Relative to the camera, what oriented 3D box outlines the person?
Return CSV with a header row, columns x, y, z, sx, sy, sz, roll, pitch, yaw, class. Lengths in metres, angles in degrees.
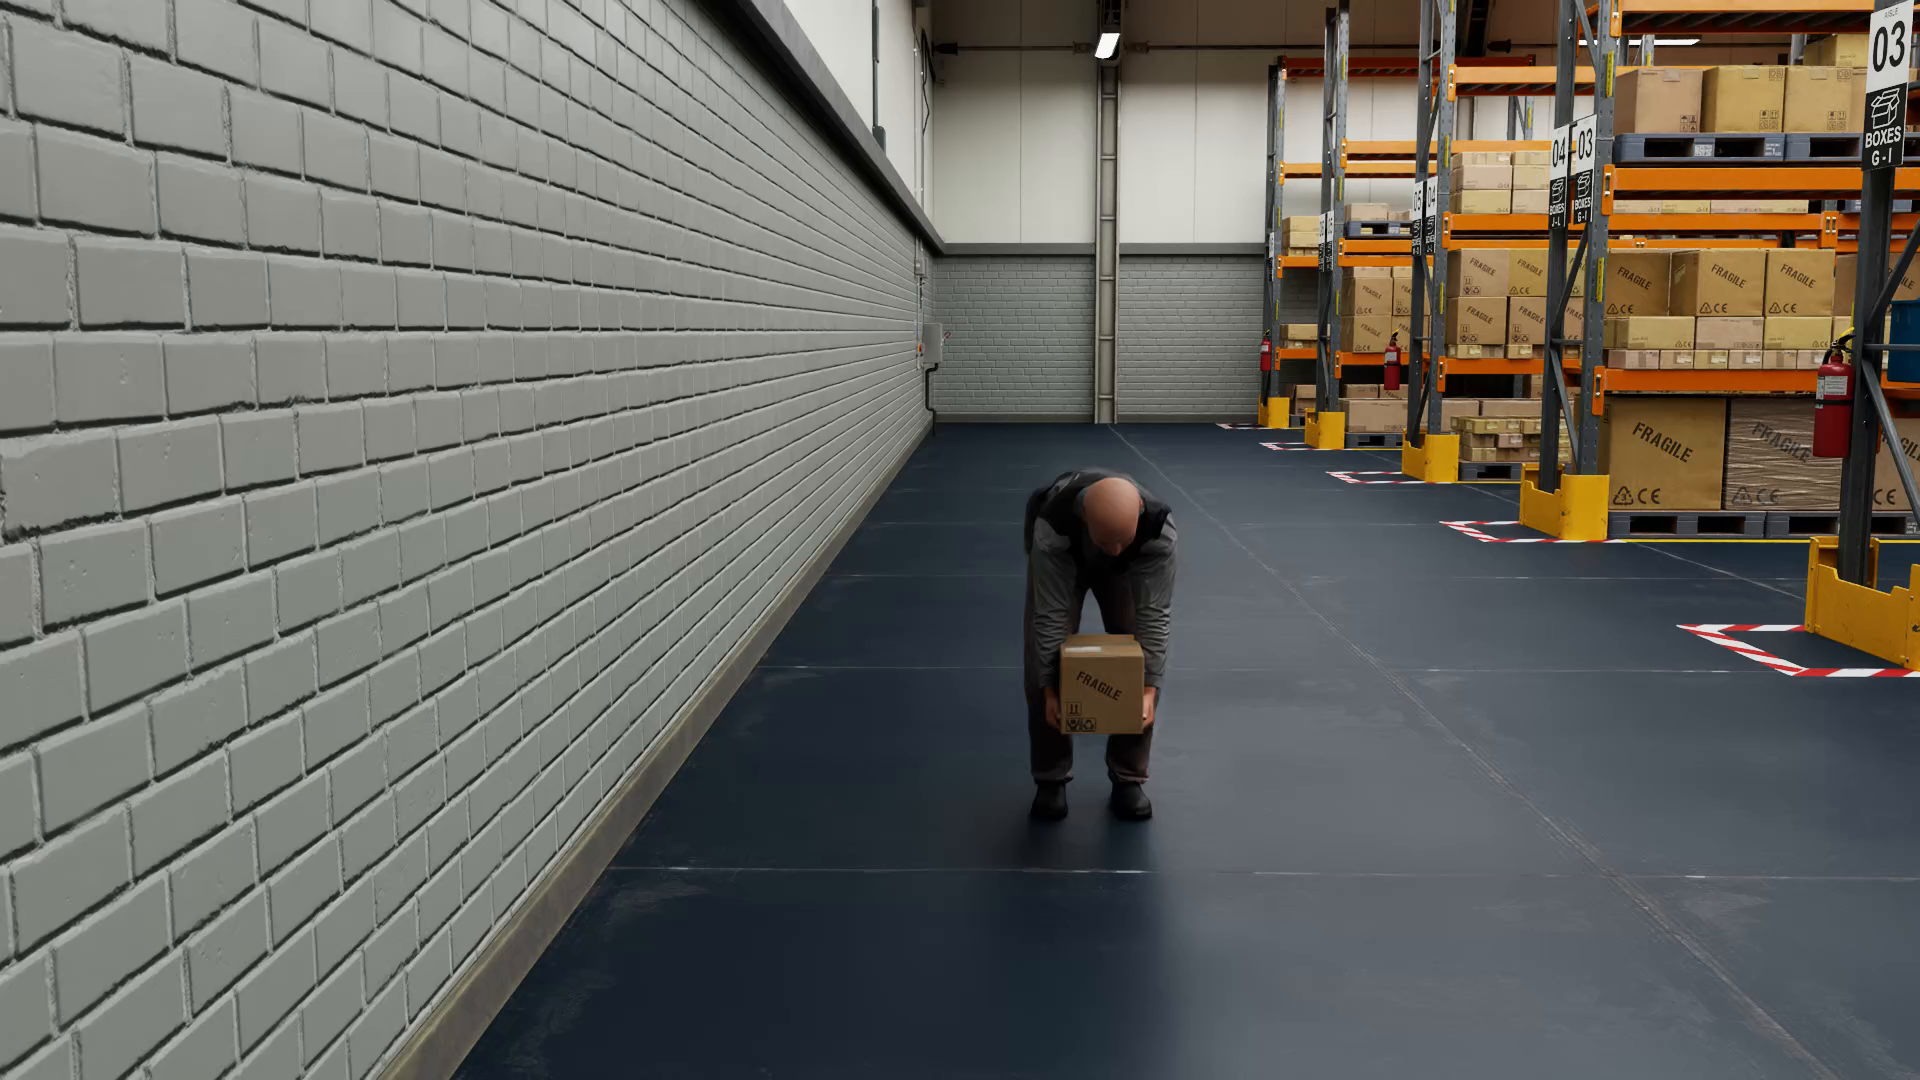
x,y,z,sx,sy,sz,roll,pitch,yaw,class
0.441,0.349,5.304,0.464,1.172,0.948,0,7,0,person
